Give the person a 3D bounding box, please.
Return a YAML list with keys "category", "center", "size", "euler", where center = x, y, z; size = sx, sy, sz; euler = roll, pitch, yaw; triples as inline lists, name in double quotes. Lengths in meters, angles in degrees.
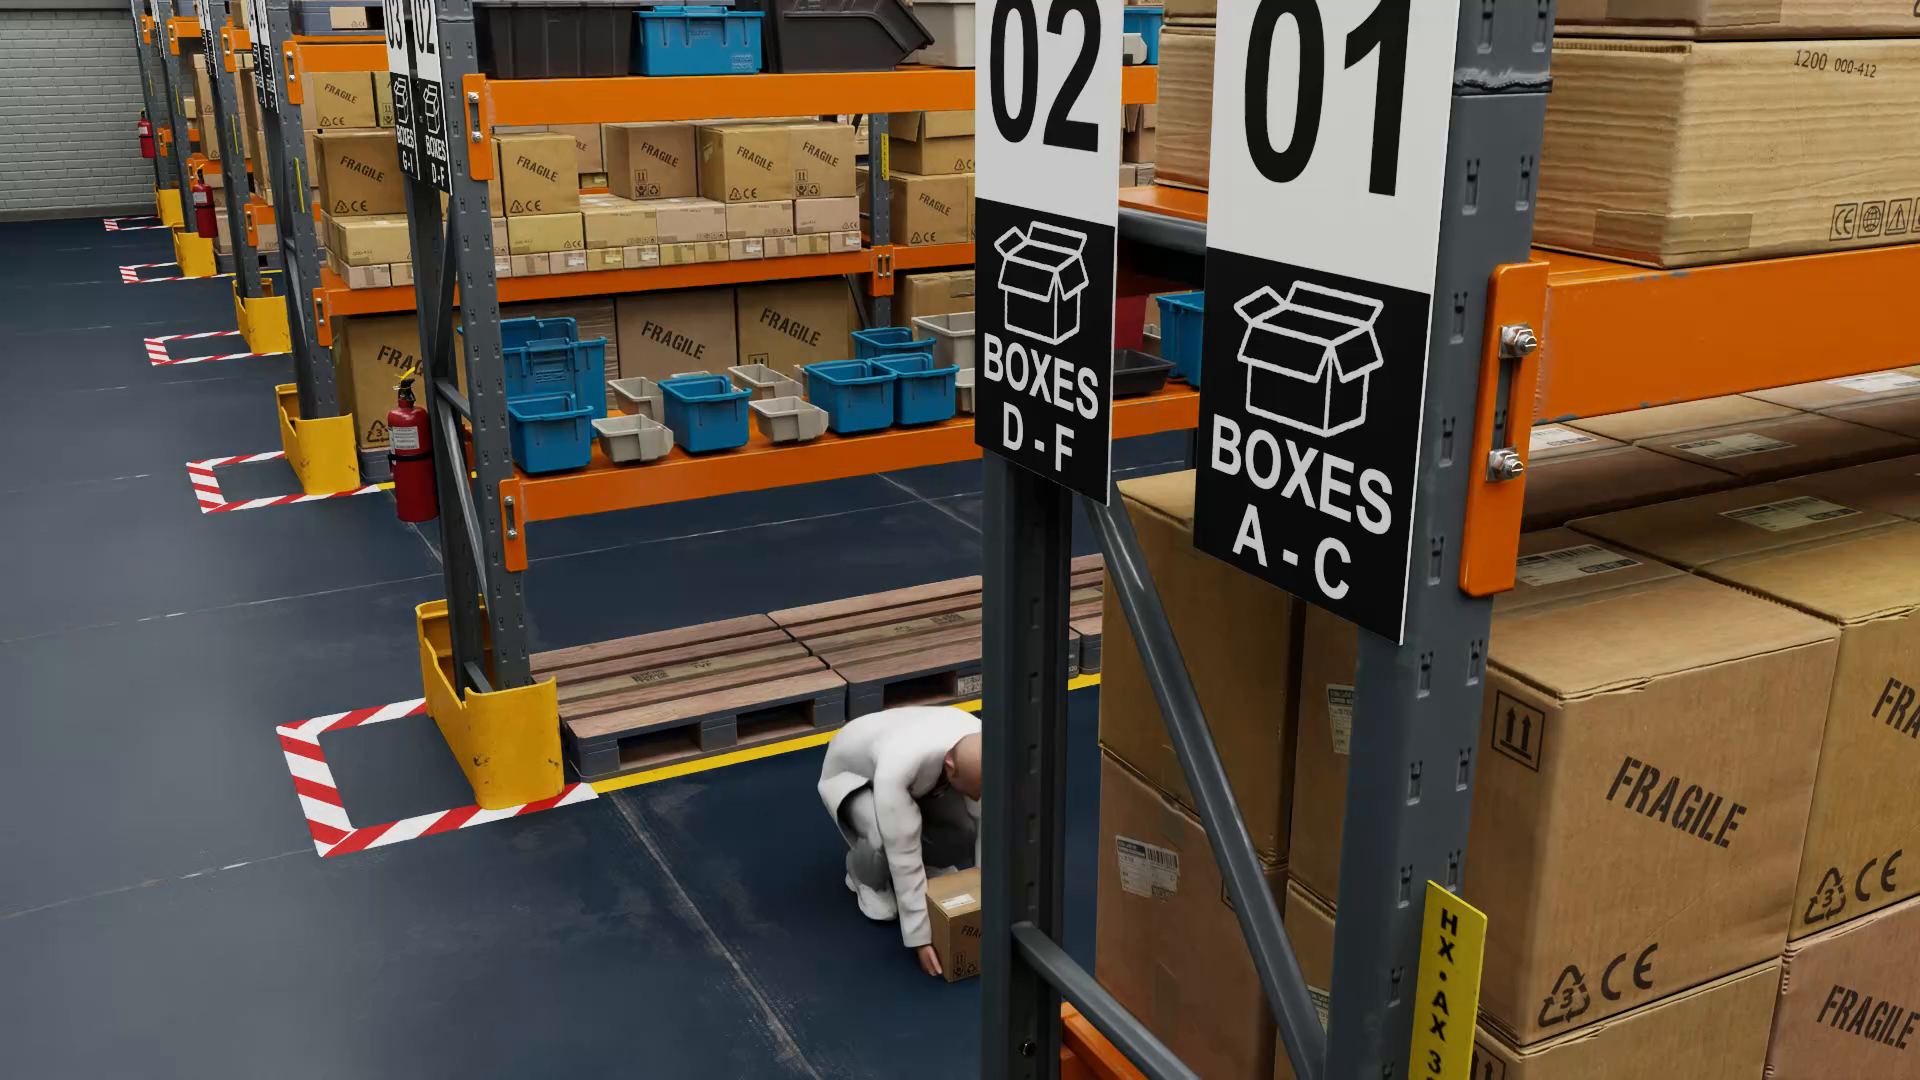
- category: "person"
  center: [-0.150, 0.996, 5.825]
  size: [0.580, 0.854, 0.917]
  euler: [-10, 21, -27]
